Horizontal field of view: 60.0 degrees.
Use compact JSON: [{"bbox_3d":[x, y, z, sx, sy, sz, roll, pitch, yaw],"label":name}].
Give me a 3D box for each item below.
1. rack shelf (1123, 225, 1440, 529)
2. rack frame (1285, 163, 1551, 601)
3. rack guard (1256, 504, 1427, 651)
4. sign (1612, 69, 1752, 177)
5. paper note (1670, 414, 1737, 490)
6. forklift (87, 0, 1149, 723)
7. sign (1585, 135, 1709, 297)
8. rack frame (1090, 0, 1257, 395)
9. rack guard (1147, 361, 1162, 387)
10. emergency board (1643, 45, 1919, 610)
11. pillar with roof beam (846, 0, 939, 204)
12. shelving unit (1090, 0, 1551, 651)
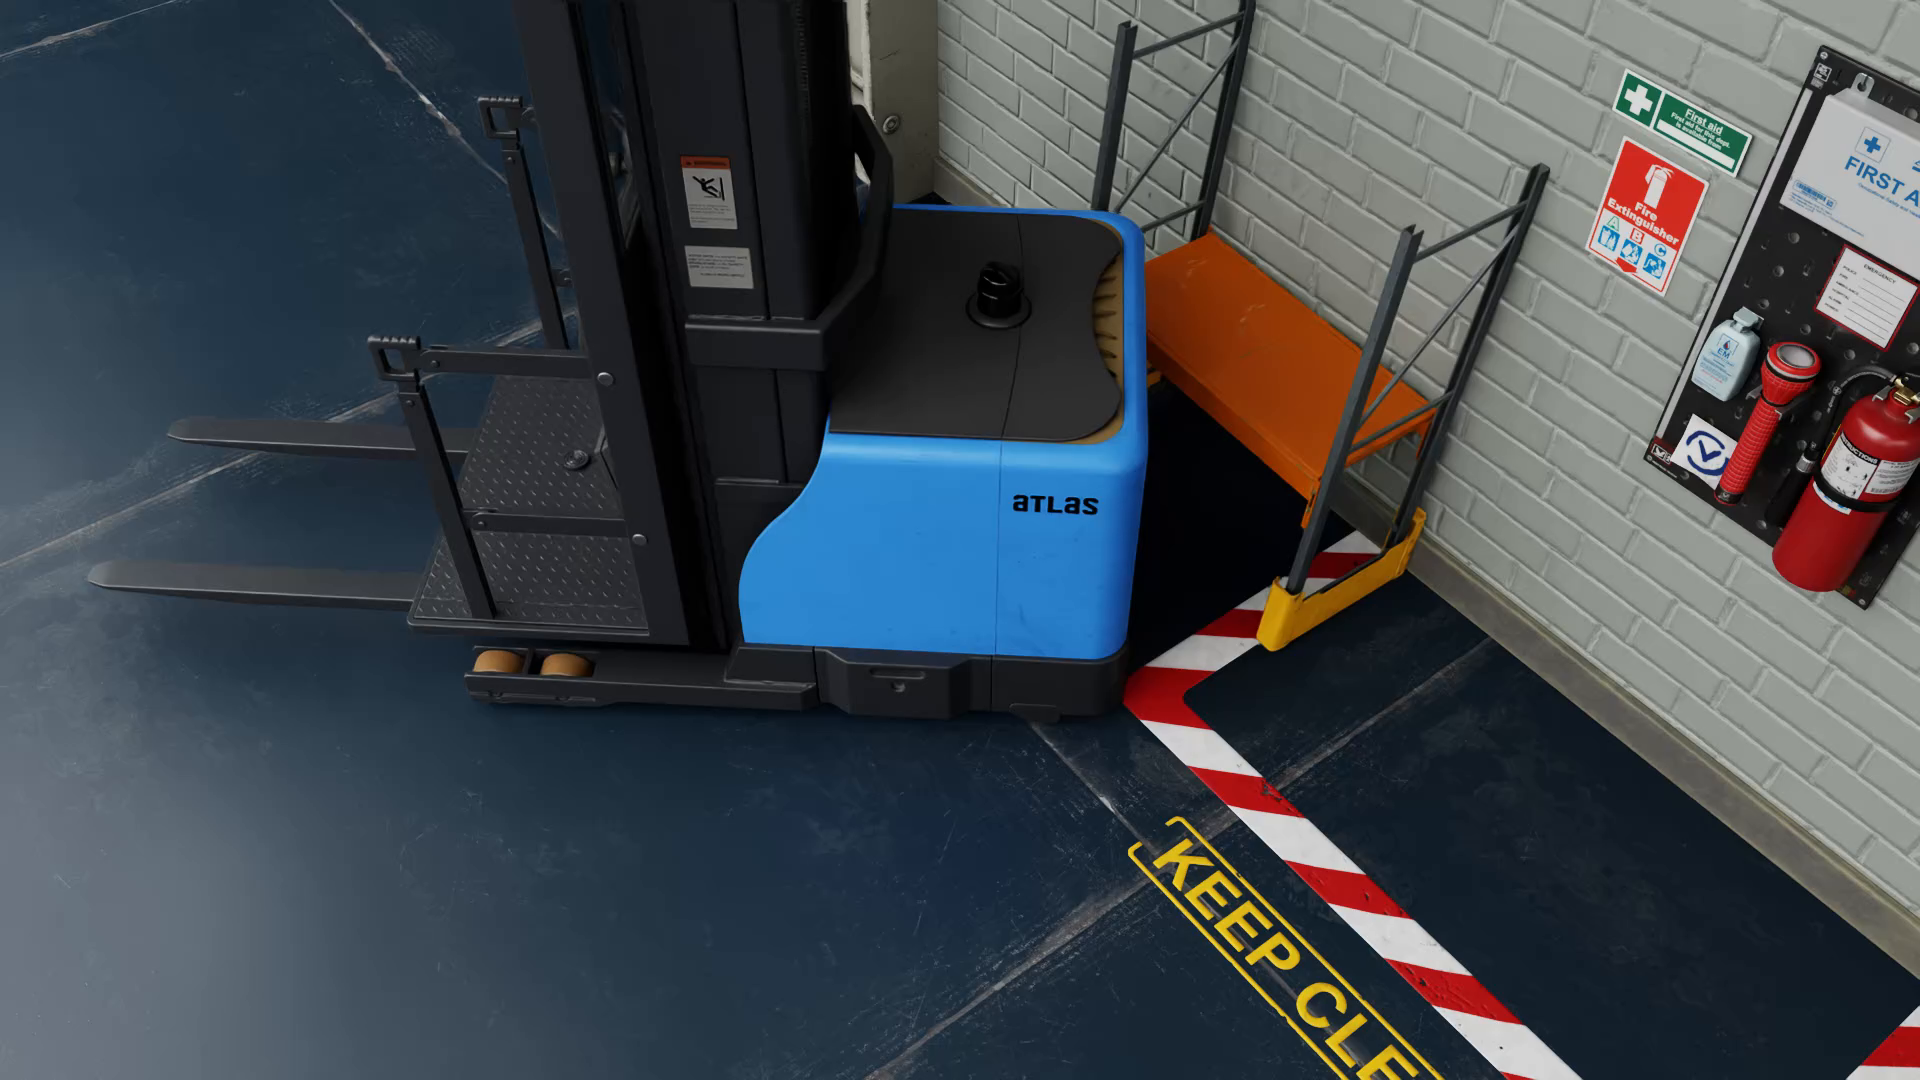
[{"bbox_3d":[0.865,-0.506,4.888,0.538,0.185,1.000,-27,56,-26],"label":"rack shelf"},{"bbox_3d":[1.180,-0.310,4.497,0.500,1.500,0.032,-27,56,-26],"label":"rack frame"},{"bbox_3d":[1.139,0.106,4.962,0.587,0.250,0.087,-27,56,-26],"label":"rack guard"},{"bbox_3d":[1.594,-0.925,3.682,0.001,0.109,0.331,-29,54,-24],"label":"sign"},{"bbox_3d":[1.799,-0.209,4.009,0.016,0.148,0.142,-29,54,-24],"label":"paper note"},{"bbox_3d":[-1.013,-0.892,4.080,3.031,2.935,1.130,3,48,2],"label":"forklift"},{"bbox_3d":[1.598,-0.753,3.884,0.001,0.329,0.234,-29,54,-24],"label":"sign"},{"bbox_3d":[0.574,-0.943,5.012,0.500,1.500,0.032,-27,56,-26],"label":"rack frame"},{"bbox_3d":[0.544,-0.514,5.466,0.587,0.250,0.087,-27,56,-26],"label":"rack guard"},{"bbox_3d":[1.851,-0.369,3.560,0.194,1.169,0.643,-29,54,-24],"label":"emergency board"},{"bbox_3d":[-3.742,-2.517,1.458,9.100,9.000,0.400,-29,54,-24],"label":"pillar with roof beam"},{"bbox_3d":[0.882,-0.621,4.750,0.587,1.500,1.083,-27,56,-26],"label":"shelving unit"}]
